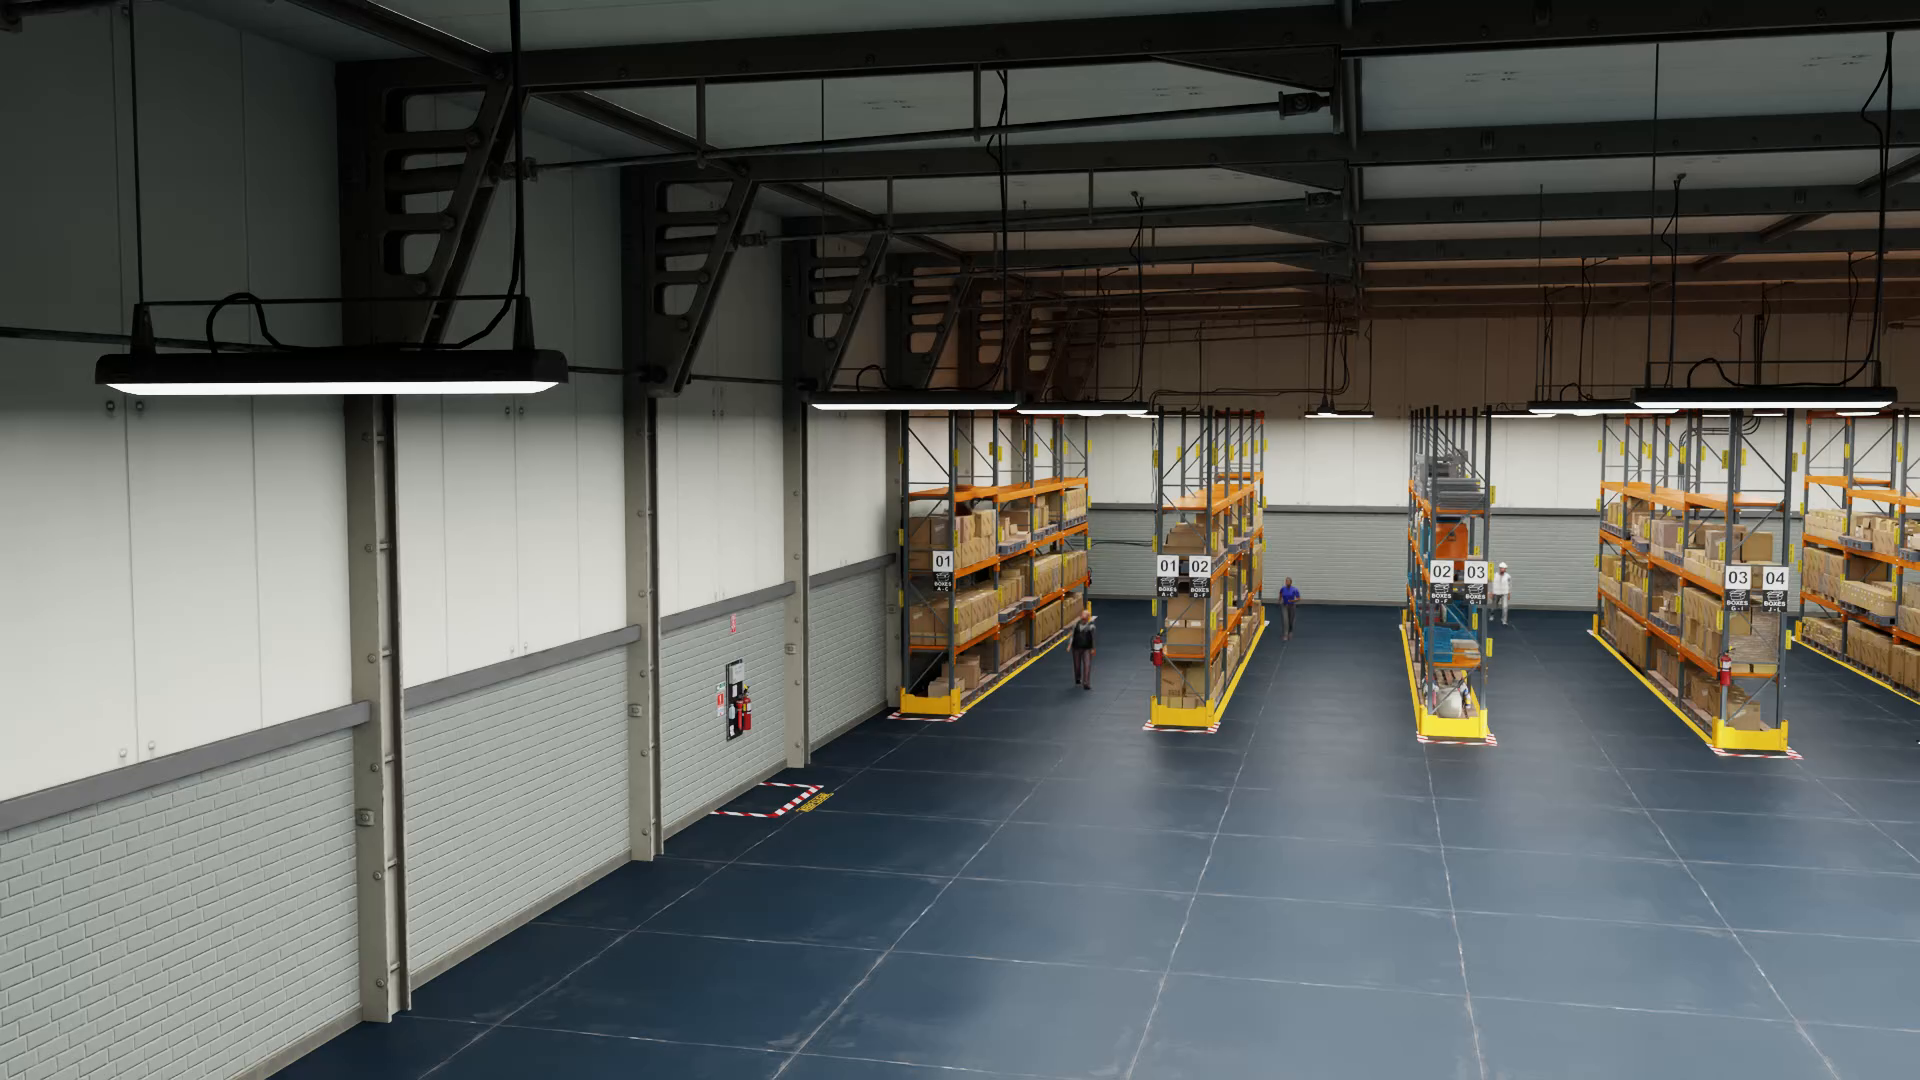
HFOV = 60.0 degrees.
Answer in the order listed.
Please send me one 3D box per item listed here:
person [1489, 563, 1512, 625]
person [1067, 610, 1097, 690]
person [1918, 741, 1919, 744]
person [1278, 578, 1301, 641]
[{"bbox_3d":[15.187,1.497,46.702,0.579,1.735,0.909,0,4,6],"label":"person"},{"bbox_3d":[2.609,2.347,35.519,0.637,1.665,1.000,0,4,2],"label":"person"},{"bbox_3d":[17.040,2.777,28.892,0.605,1.761,0.554,2,5,27],"label":"person"},{"bbox_3d":[8.562,1.832,43.229,0.576,1.502,1.006,1,4,14],"label":"person"}]
